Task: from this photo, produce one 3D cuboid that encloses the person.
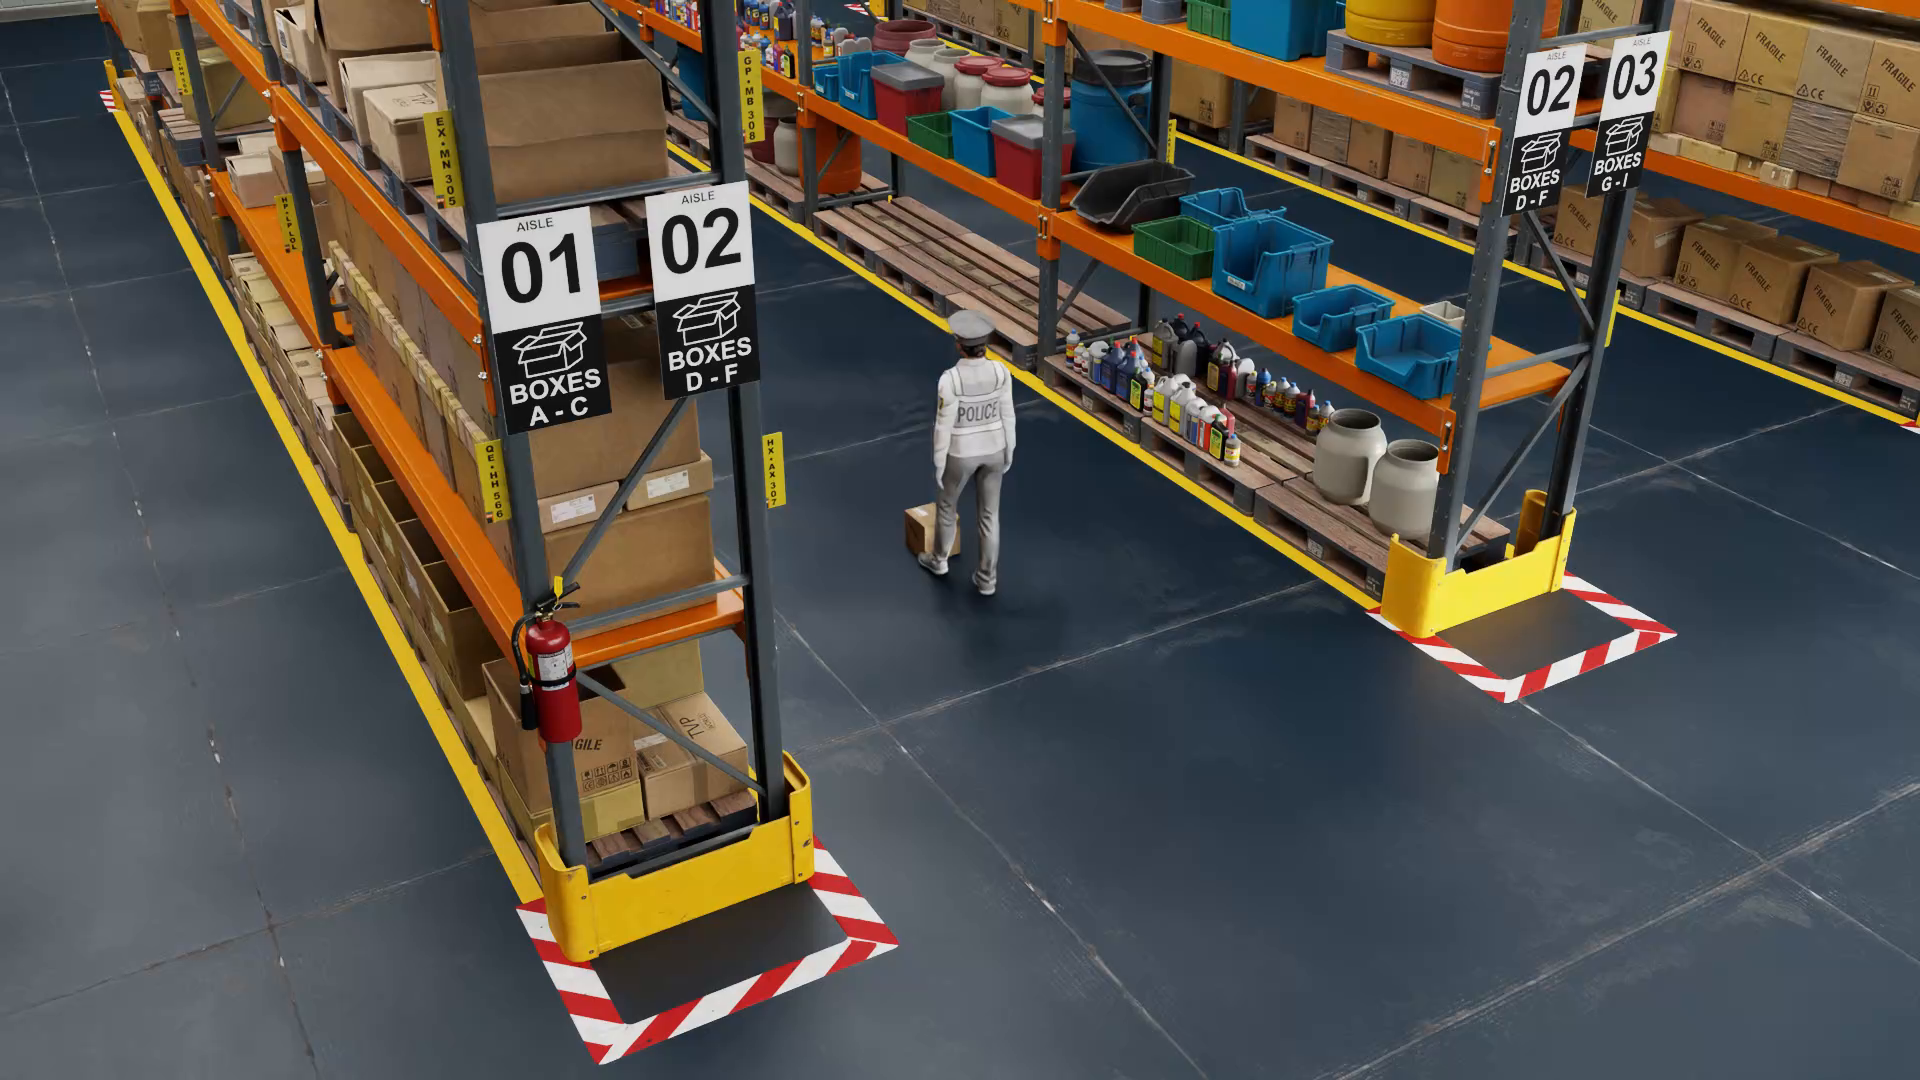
[{"bbox_3d":[0.049,-0.524,9.461,0.504,1.673,0.590,-9,30,-15],"label":"person"}]
